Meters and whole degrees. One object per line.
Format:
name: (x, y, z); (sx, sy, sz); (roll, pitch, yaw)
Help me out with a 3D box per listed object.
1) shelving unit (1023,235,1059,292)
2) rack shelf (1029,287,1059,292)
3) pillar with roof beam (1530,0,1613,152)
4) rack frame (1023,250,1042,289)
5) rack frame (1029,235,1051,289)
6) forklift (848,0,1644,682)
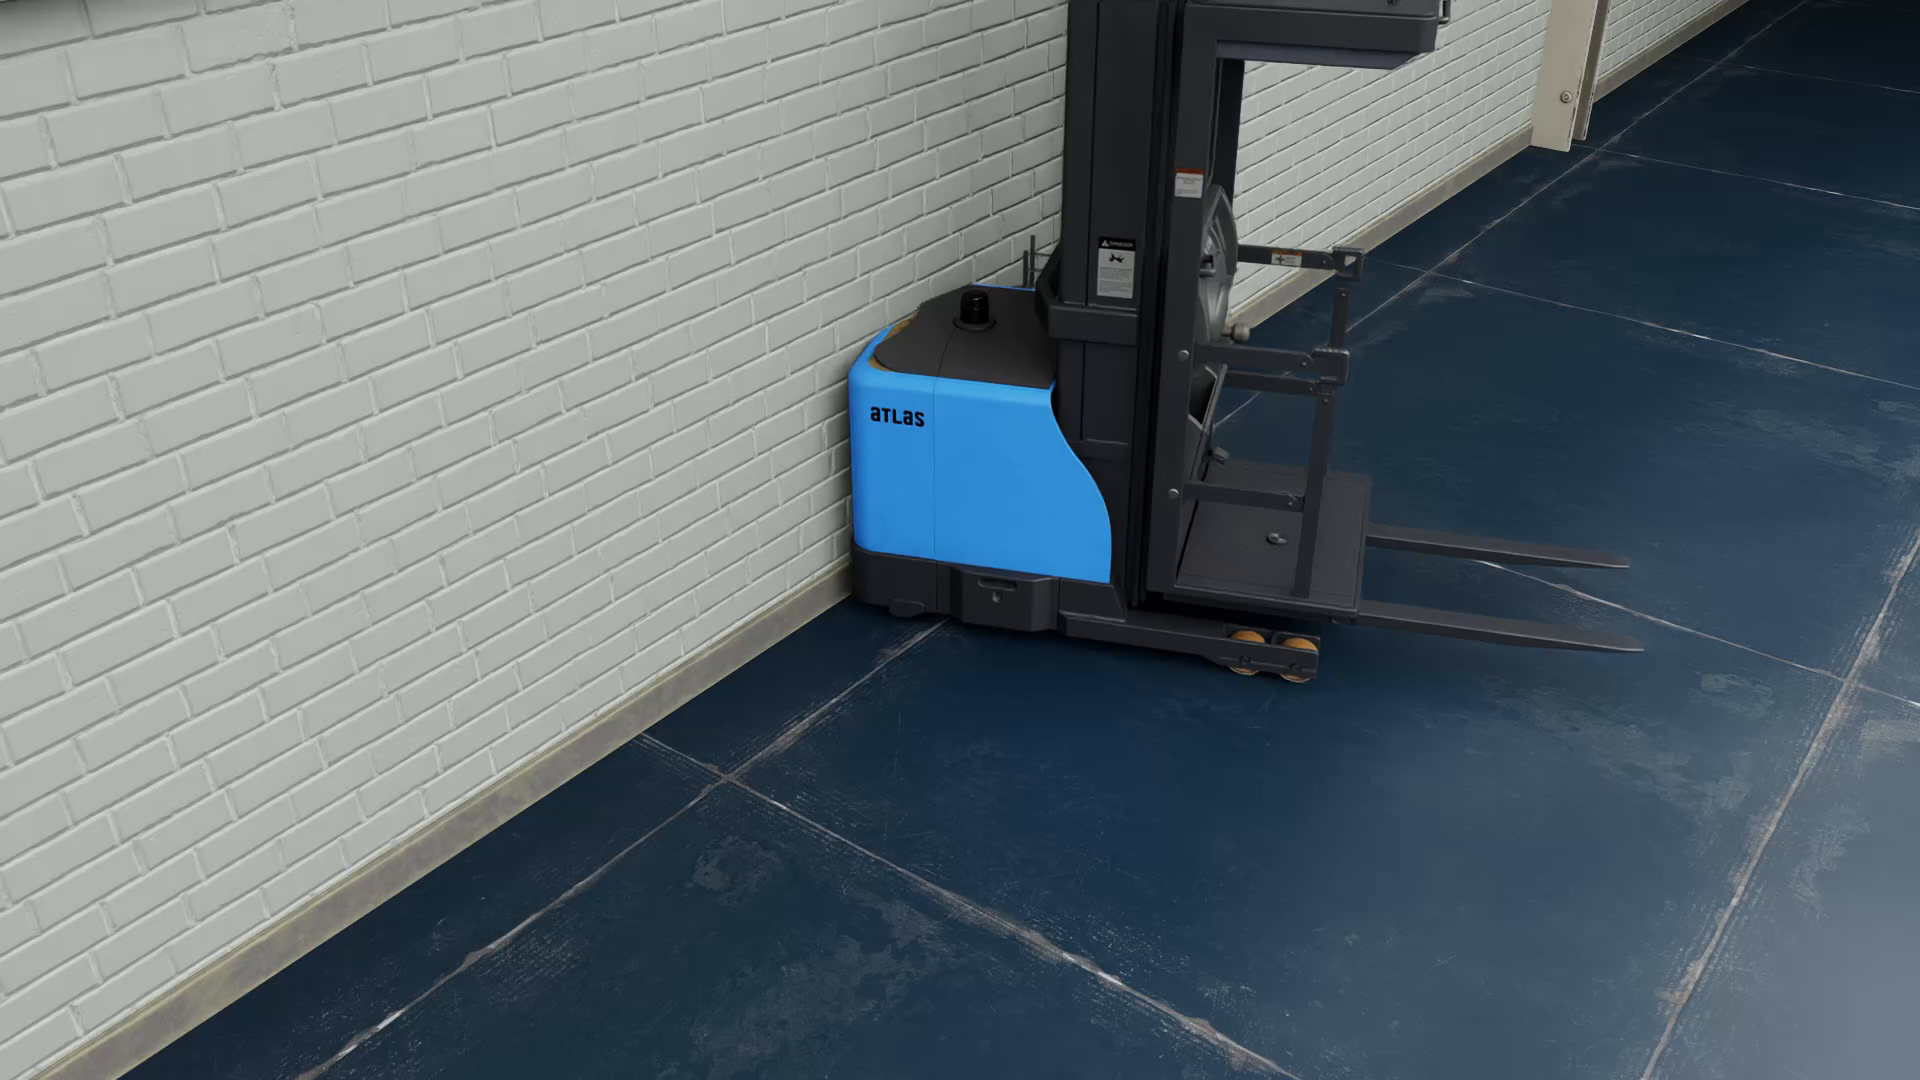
shelving unit: (0.401, -0.725, 7.296); (0.258, 1.200, 0.189); (6, 31, 10)
rack shelf: (0.401, -0.996, 7.135); (0.258, 0.103, 0.180); (6, 31, 10)
pillar with roof beam: (7.795, -5.466, 7.647); (9.100, 9.000, 0.400); (21, 37, 31)
rack frame: (0.383, -0.679, 7.219); (0.240, 1.200, 0.006); (6, 31, 10)
rack frame: (0.419, -0.770, 7.373); (0.240, 1.200, 0.006); (6, 31, 10)
forklift: (1.138, -1.020, 6.096); (3.031, 2.935, 1.130); (8, 31, 12)
